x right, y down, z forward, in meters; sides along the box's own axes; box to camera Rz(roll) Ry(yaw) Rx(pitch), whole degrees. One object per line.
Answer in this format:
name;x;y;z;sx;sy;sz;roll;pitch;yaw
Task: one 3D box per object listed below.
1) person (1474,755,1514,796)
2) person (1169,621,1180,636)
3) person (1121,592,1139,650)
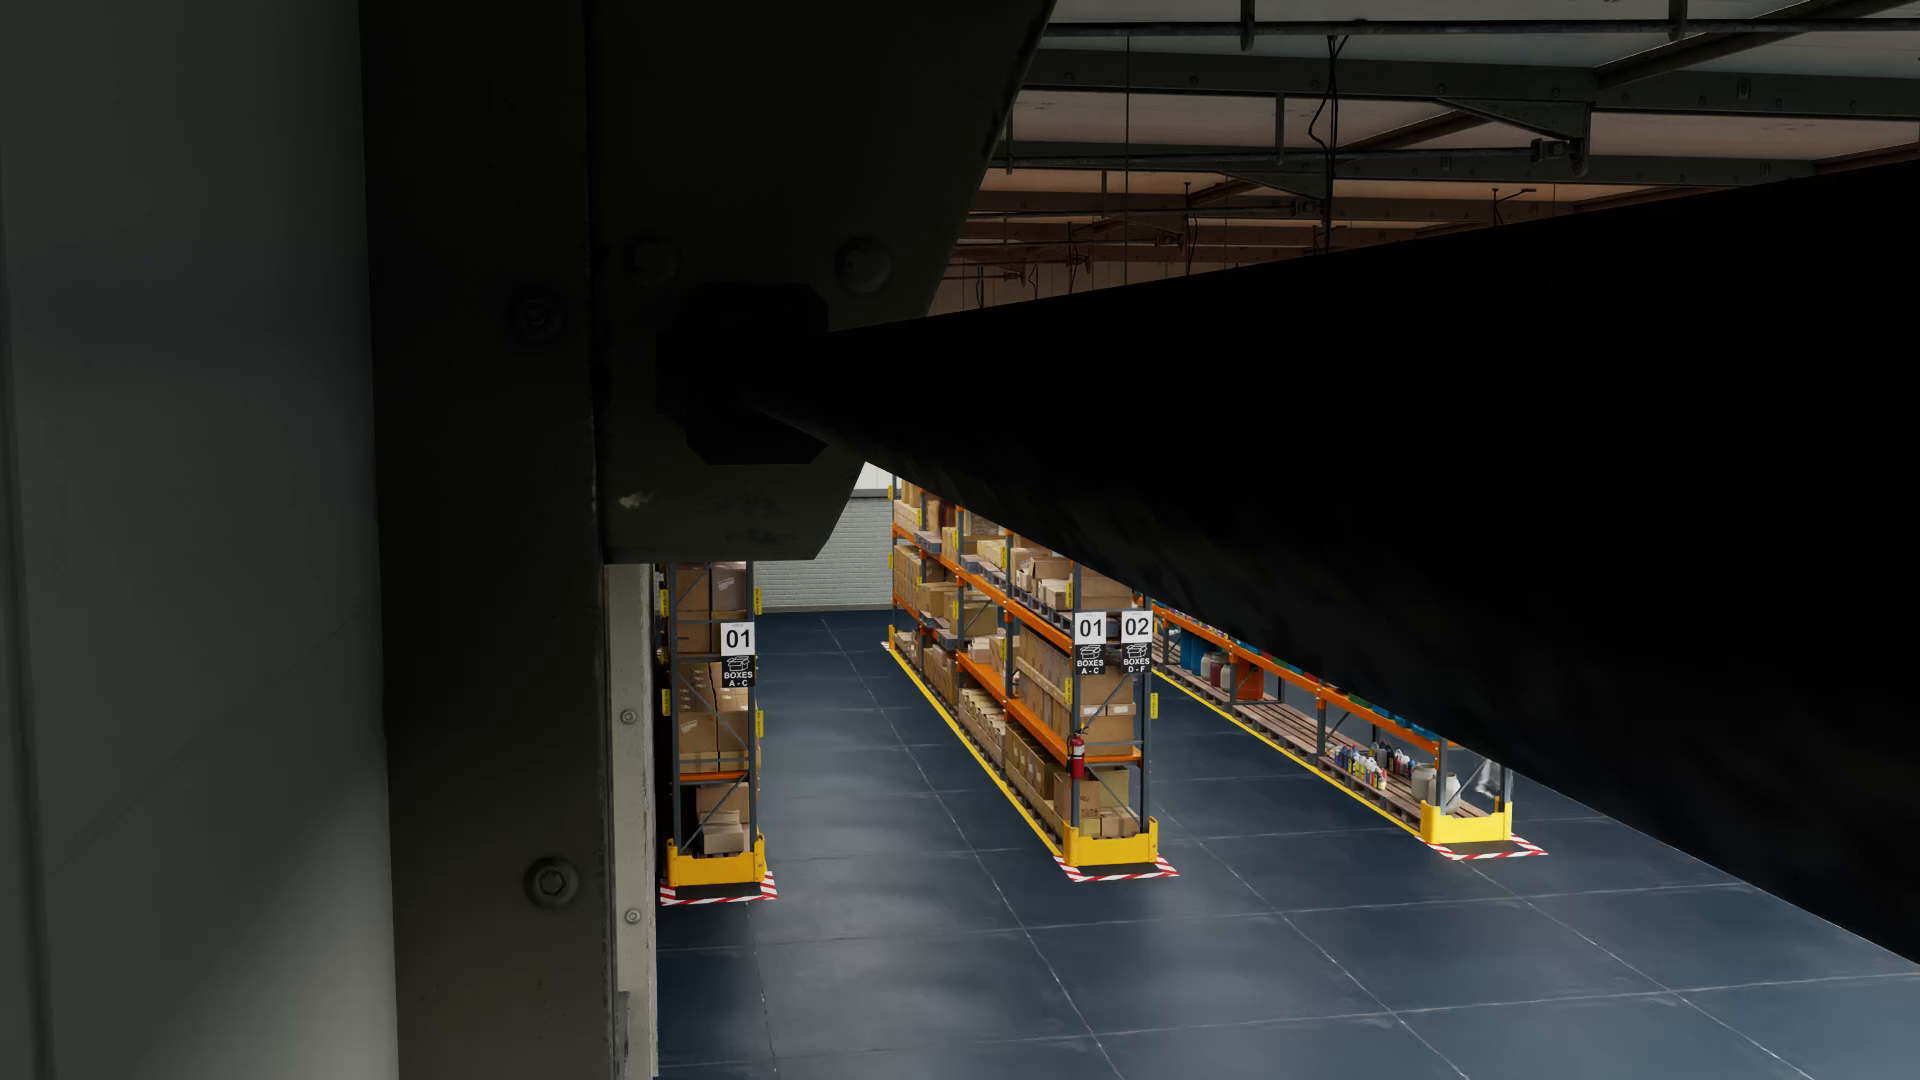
person;7.788;2.824;24.279;0.628;1.764;0.419;5;8;41
person;5.044;1.407;38.440;0.465;1.583;0.442;-1;6;-6
person;3.307;1.822;32.684;0.394;1.601;0.476;-1;6;-12
